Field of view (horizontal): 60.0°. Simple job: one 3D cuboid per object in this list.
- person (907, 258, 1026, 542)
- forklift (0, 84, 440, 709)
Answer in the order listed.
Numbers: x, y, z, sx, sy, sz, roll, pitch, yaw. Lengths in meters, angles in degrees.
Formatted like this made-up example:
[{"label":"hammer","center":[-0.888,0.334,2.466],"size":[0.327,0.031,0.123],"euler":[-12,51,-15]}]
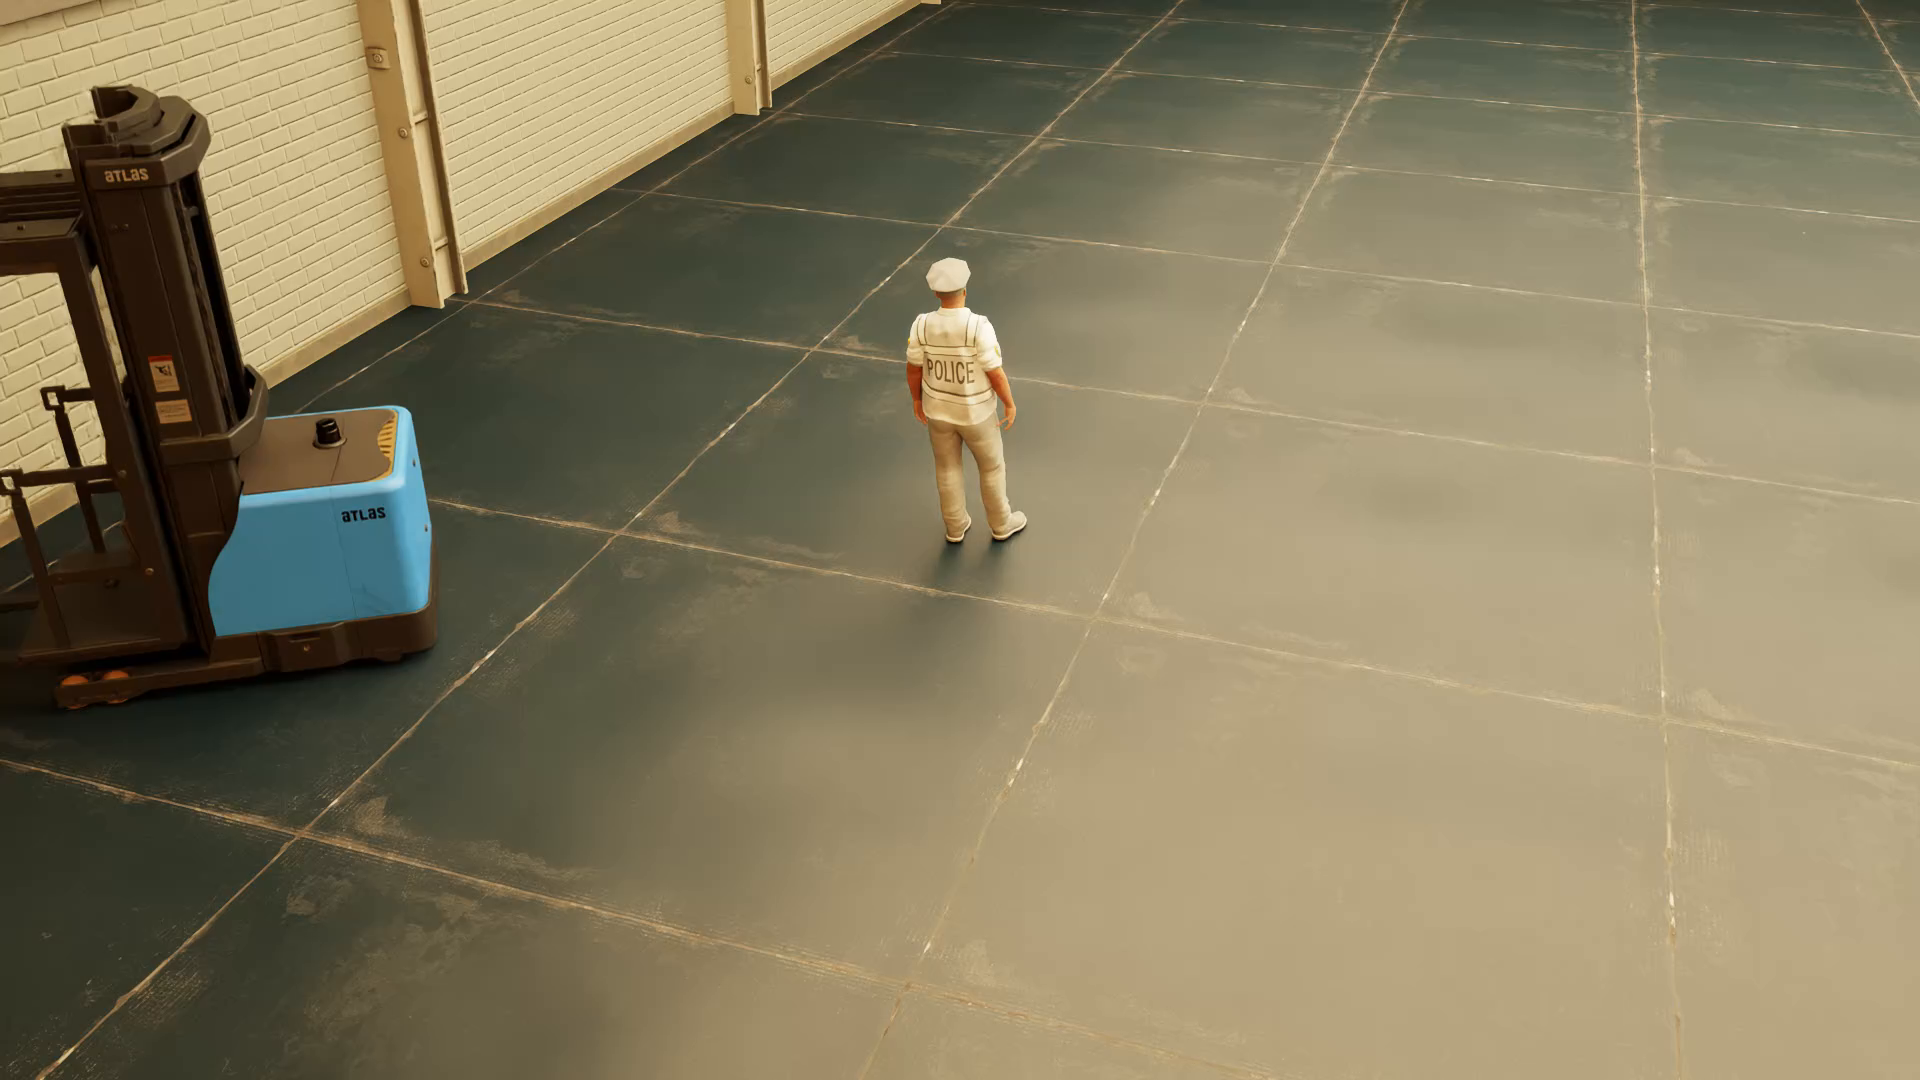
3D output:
[{"label":"person","center":[0.036,-0.816,9.712],"size":[0.641,1.780,0.574],"euler":[10,31,16]},{"label":"forklift","center":[-4.405,-0.693,8.352],"size":[3.031,2.935,1.130],"euler":[-7,30,-12]}]
